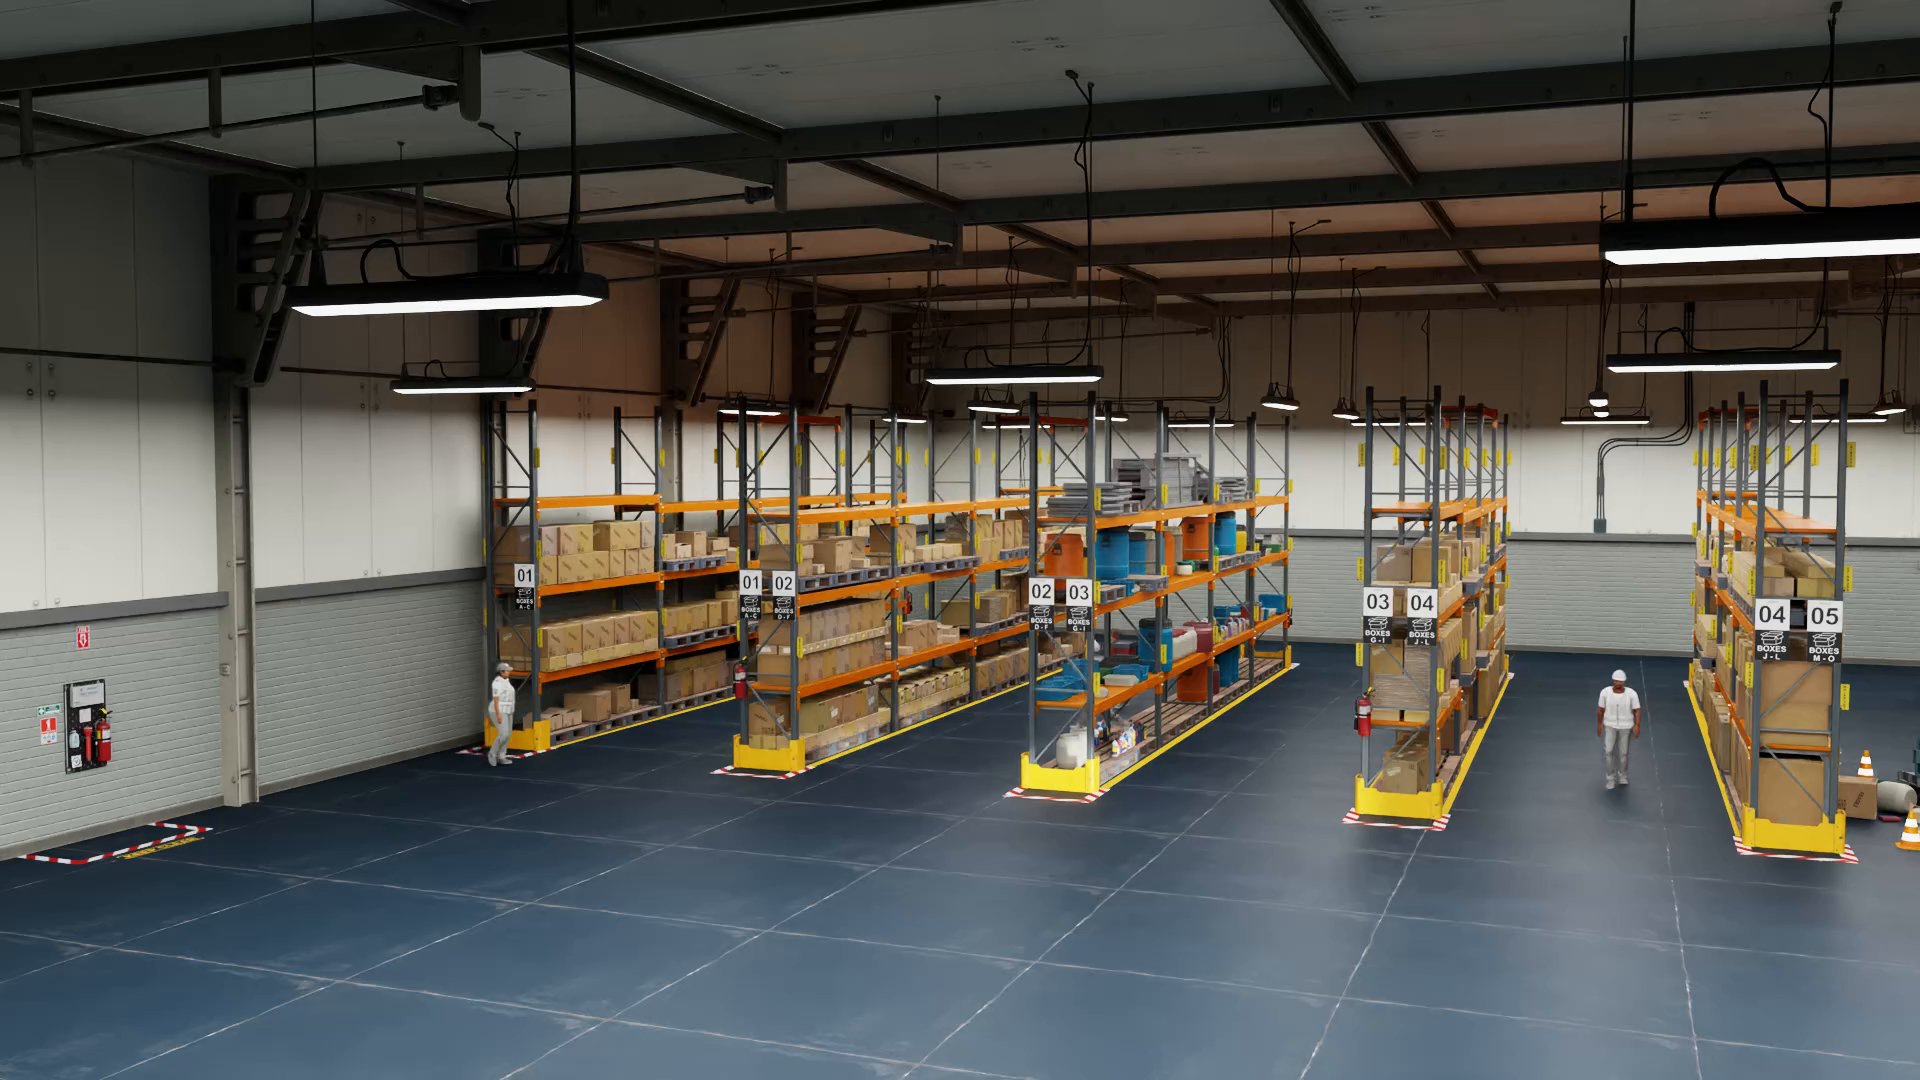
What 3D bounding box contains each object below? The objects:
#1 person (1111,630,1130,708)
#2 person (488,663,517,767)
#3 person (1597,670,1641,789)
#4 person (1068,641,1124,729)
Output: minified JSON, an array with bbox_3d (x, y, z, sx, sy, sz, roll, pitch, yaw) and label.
[{"bbox_3d":[3.192,2.576,33.348,0.497,1.579,0.455,3,4,42],"label":"person"},{"bbox_3d":[-7.435,2.827,27.032,0.430,1.668,0.493,1,3,16],"label":"person"},{"bbox_3d":[10.037,2.884,25.341,0.626,1.819,0.558,1,3,24],"label":"person"},{"bbox_3d":[2.415,2.660,30.006,1.057,1.717,0.543,2,3,31],"label":"person"}]
